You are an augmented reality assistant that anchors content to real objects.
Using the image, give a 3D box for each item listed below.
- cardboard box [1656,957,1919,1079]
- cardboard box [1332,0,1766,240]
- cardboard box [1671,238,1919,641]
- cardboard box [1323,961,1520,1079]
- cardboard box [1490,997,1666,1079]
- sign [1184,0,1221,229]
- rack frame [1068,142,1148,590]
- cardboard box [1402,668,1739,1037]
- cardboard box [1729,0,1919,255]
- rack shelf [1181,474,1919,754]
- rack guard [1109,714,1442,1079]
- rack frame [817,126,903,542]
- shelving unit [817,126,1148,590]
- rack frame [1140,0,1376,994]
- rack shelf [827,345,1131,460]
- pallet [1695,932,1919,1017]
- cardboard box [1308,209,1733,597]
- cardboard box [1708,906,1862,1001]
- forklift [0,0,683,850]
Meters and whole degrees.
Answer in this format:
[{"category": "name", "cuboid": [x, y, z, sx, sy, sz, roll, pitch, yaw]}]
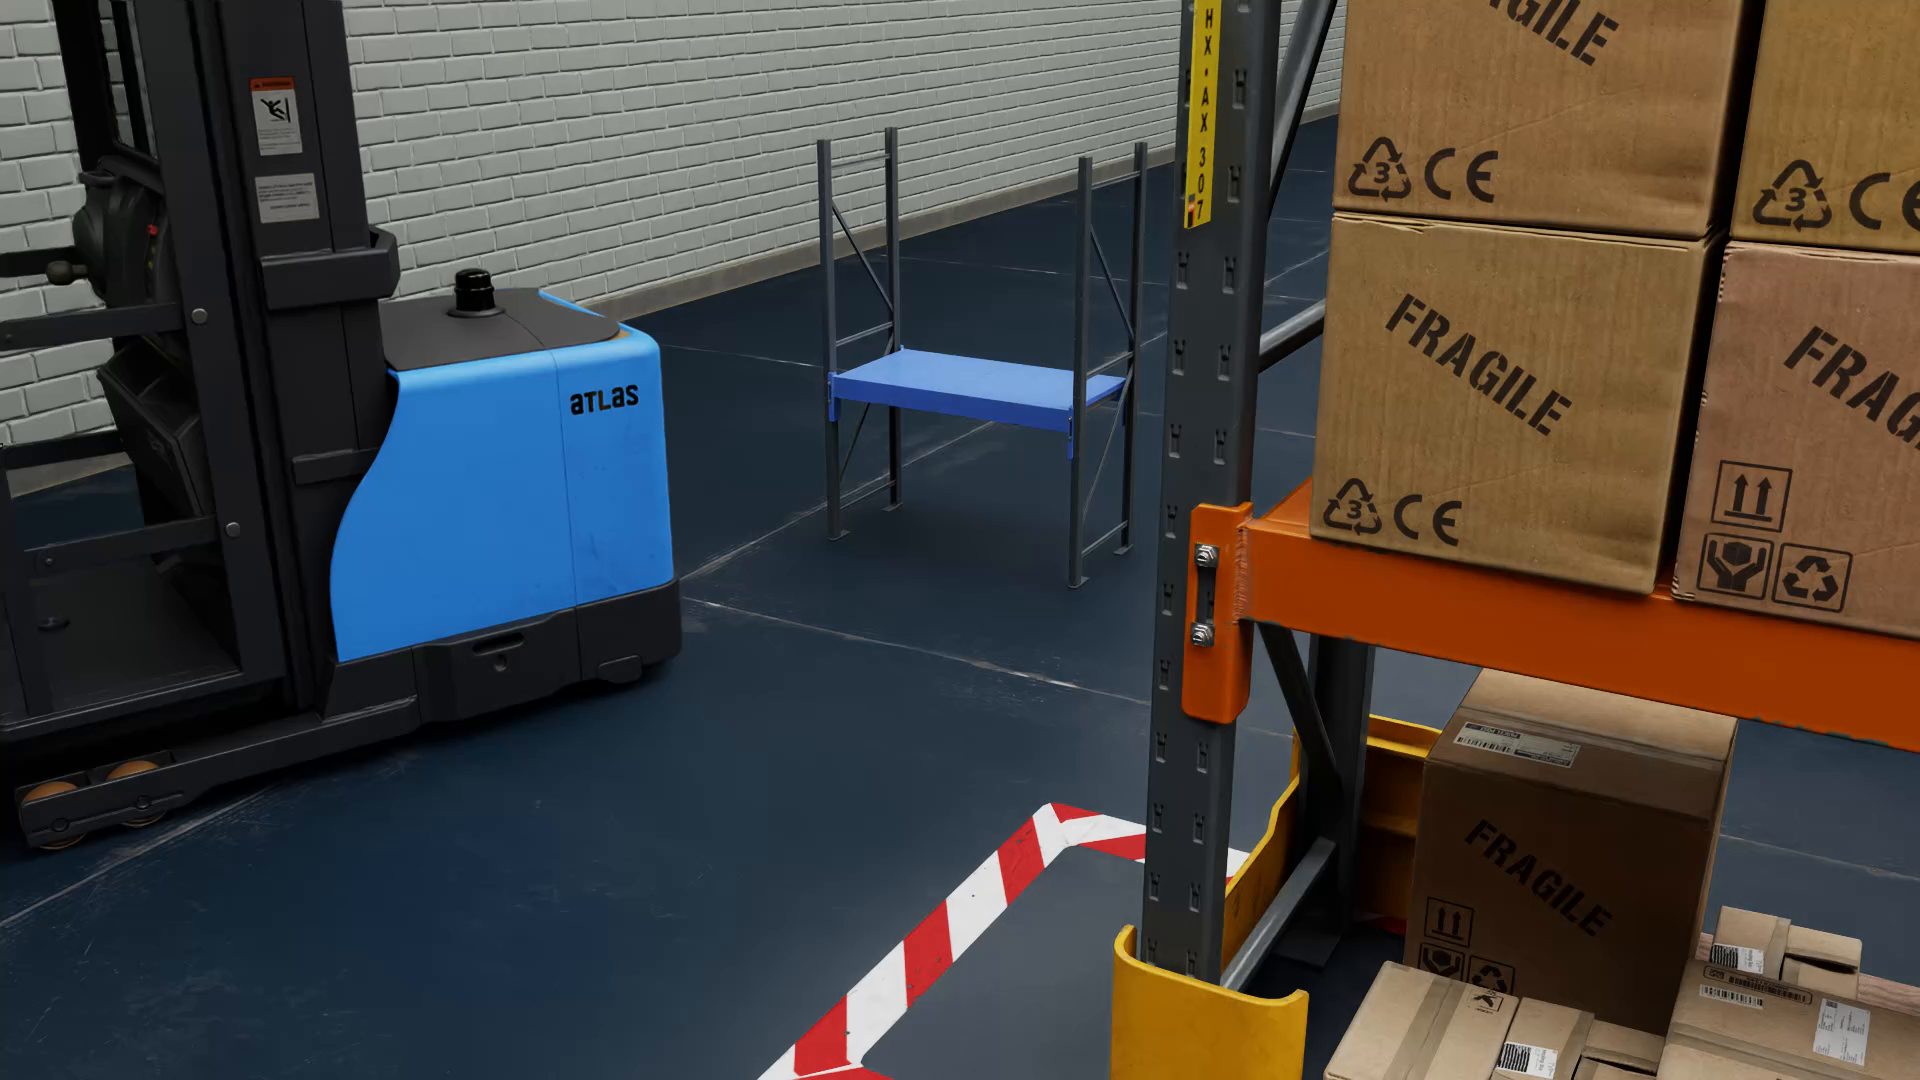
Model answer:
[{"category": "cardboard box", "cuboid": [1.390, 0.970, 2.680, 0.500, 0.250, 0.500, 11, 23, 27]}, {"category": "cardboard box", "cuboid": [0.876, -0.739, 2.390, 0.500, 0.500, 0.500, 12, 23, 29]}, {"category": "cardboard box", "cuboid": [1.329, -0.184, 2.328, 0.500, 0.500, 0.500, 11, 22, 27]}, {"category": "cardboard box", "cuboid": [0.815, 0.931, 2.934, 0.250, 0.149, 0.380, 11, 23, 27]}, {"category": "cardboard box", "cuboid": [1.033, 0.965, 2.817, 0.250, 0.166, 0.380, 11, 23, 27]}, {"category": "sign", "cuboid": [0.352, -0.619, 2.404, 0.005, 0.325, 0.100, 11, 23, 27]}, {"category": "rack frame", "cuboid": [0.518, -0.606, 5.837, 0.032, 1.500, 0.500, 11, 23, 27]}, {"category": "cardboard box", "cuboid": [1.212, 0.611, 3.301, 0.500, 0.500, 0.500, 11, 23, 27]}, {"category": "cardboard box", "cuboid": [1.336, -0.654, 2.156, 0.500, 0.500, 0.500, 11, 23, 28]}, {"category": "rack shelf", "cuboid": [2.363, 0.297, 2.203, 4.000, 0.370, 1.077, 11, 23, 27]}, {"category": "rack guard", "cuboid": [0.683, 0.814, 3.388, 0.348, 0.500, 1.175, 11, 23, 27]}, {"category": "rack frame", "cuboid": [-0.369, -0.775, 6.303, 0.032, 1.500, 0.500, 11, 23, 27]}, {"category": "shelving unit", "cuboid": [0.074, -0.691, 6.070, 1.048, 1.500, 0.538, 11, 23, 27]}, {"category": "rack frame", "cuboid": [0.617, -0.374, 2.997, 0.127, 3.000, 1.000, 11, 23, 27]}, {"category": "rack shelf", "cuboid": [0.074, -0.522, 6.132, 1.000, 0.185, 0.538, 11, 23, 27]}, {"category": "pallet", "cuboid": [1.380, 1.082, 3.073, 1.213, 0.211, 1.003, 11, 23, 27]}, {"category": "cardboard box", "cuboid": [0.876, -0.269, 2.560, 0.500, 0.500, 0.500, 11, 23, 28]}, {"category": "cardboard box", "cuboid": [1.521, 0.862, 3.099, 0.250, 0.166, 0.380, 11, 23, 27]}, {"category": "forklift", "cuboid": [-2.358, -0.799, 4.270, 3.031, 2.935, 1.130, -14, 24, -34]}]
